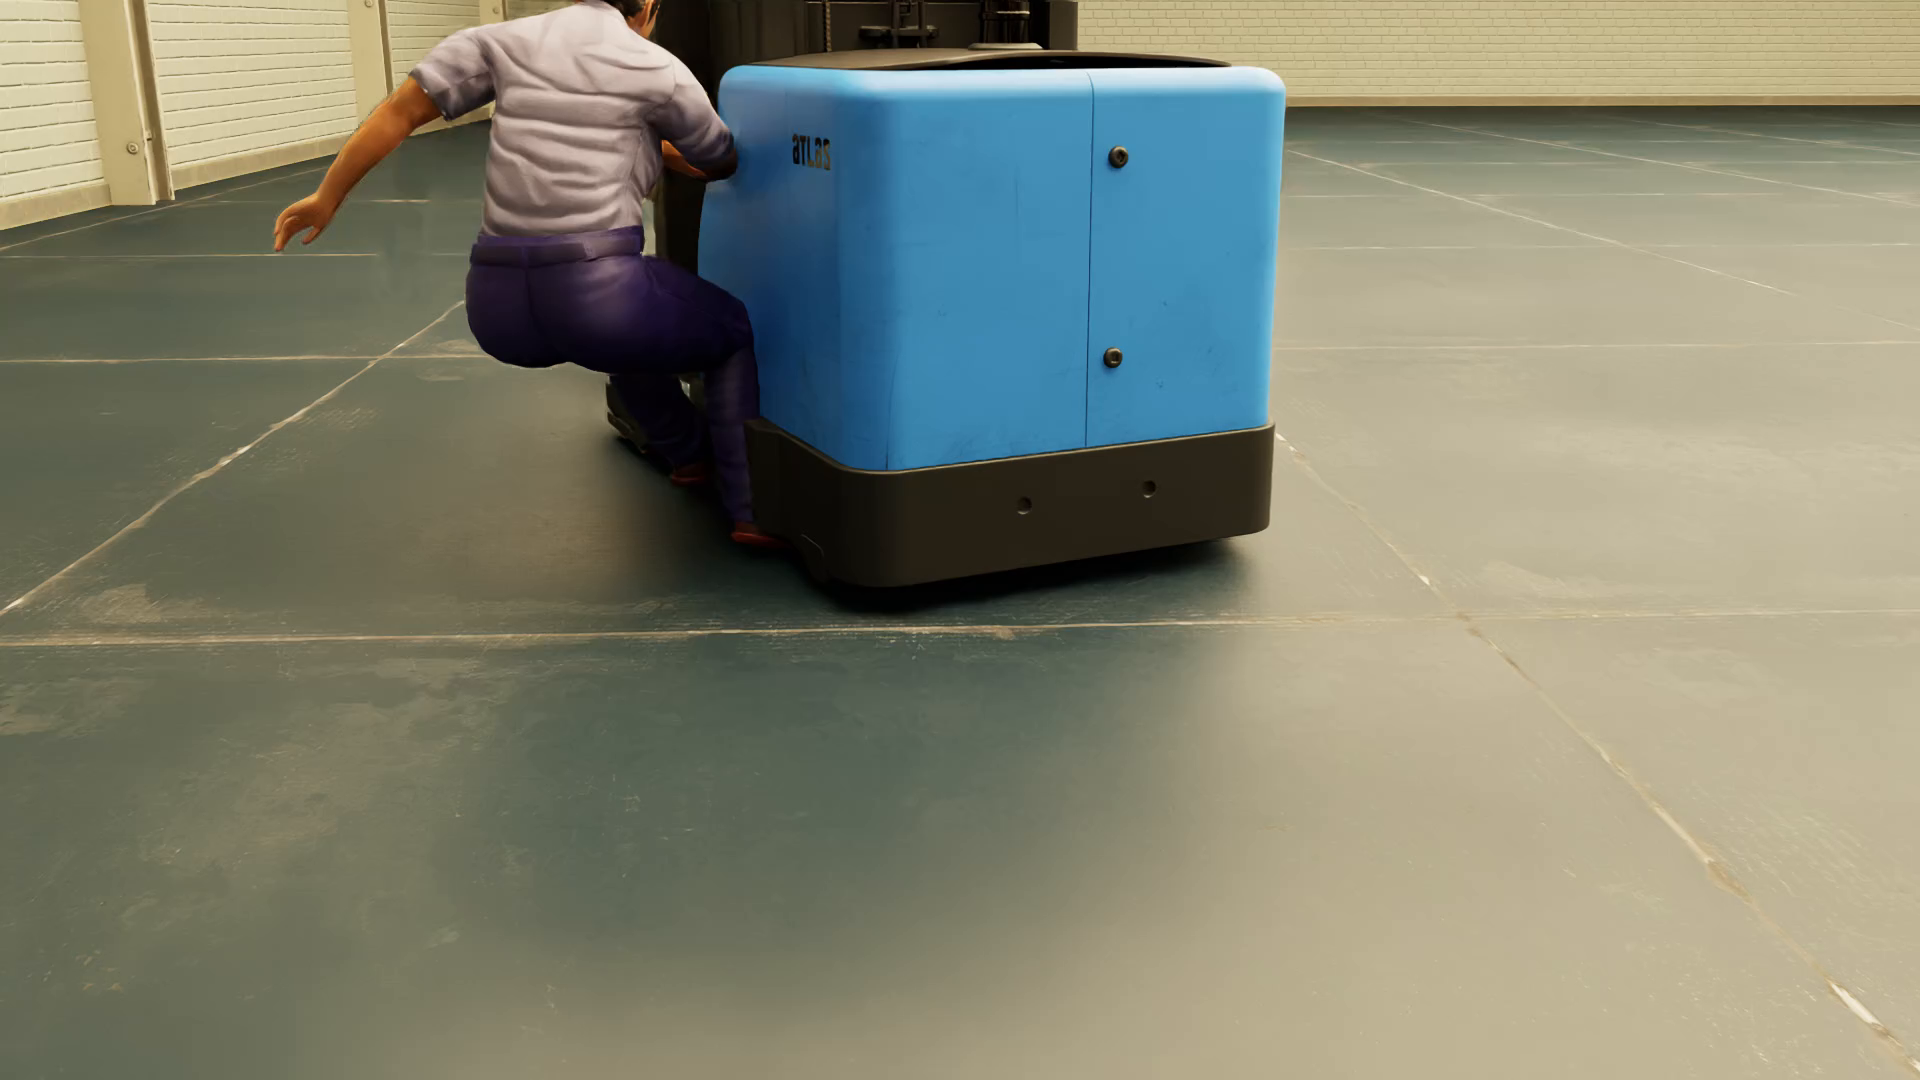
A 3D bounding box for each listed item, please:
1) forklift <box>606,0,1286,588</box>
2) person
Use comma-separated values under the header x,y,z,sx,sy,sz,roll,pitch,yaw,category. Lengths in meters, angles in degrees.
x,y,z,sx,sy,sz,roll,pitch,yaw,category
-0.386,-1.691,4.437,1.130,2.935,3.031,-8,19,-24,forklift
-0.830,-0.615,3.748,1.014,1.386,0.898,5,18,15,person
